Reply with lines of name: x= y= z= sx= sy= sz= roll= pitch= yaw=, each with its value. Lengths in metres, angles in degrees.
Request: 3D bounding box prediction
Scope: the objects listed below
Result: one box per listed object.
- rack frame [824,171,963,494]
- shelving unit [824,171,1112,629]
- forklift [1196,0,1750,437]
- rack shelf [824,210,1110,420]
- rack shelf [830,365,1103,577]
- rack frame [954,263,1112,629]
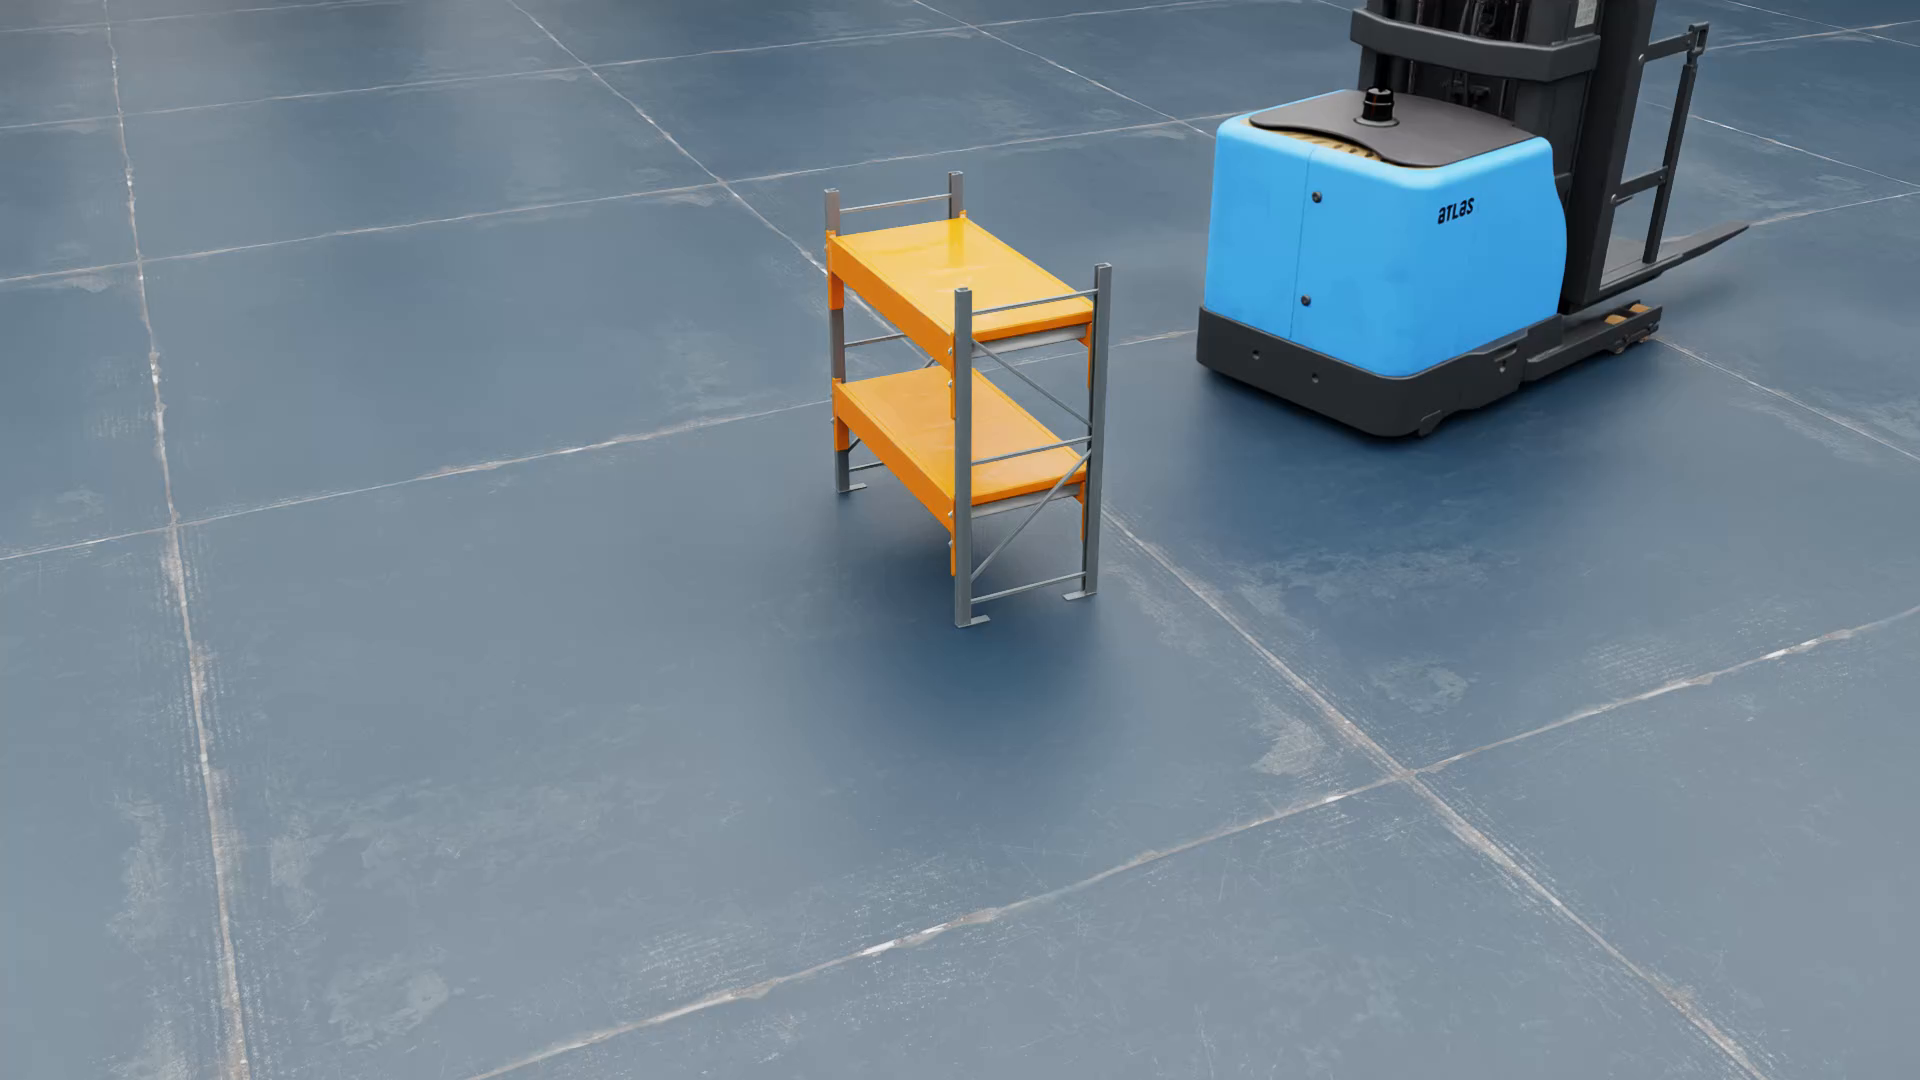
rack frame: x=-0.221 y=-0.718 z=5.881 sx=0.500 sy=1.125 sz=0.032 roll=-13 pitch=32 yaw=-22
shelving unit: x=-0.003 y=-0.494 z=5.480 sx=0.538 sy=1.125 sz=1.048 roll=-13 pitch=32 yaw=-22
forklift: x=2.438 y=-2.258 z=6.780 sx=3.031 sy=2.935 sz=1.130 roll=-22 pitch=36 yaw=-34
rack shelf: x=-0.003 y=-0.749 z=5.337 sx=0.538 sy=0.278 sz=1.000 roll=-13 pitch=32 yaw=-22
rack shelf: x=-0.003 y=-0.280 z=5.600 sx=0.538 sy=0.278 sz=1.000 roll=-13 pitch=32 yaw=-22
rack frame: x=0.215 y=-0.269 z=5.080 sx=0.500 sy=1.125 sz=0.032 roll=-13 pitch=32 yaw=-22
